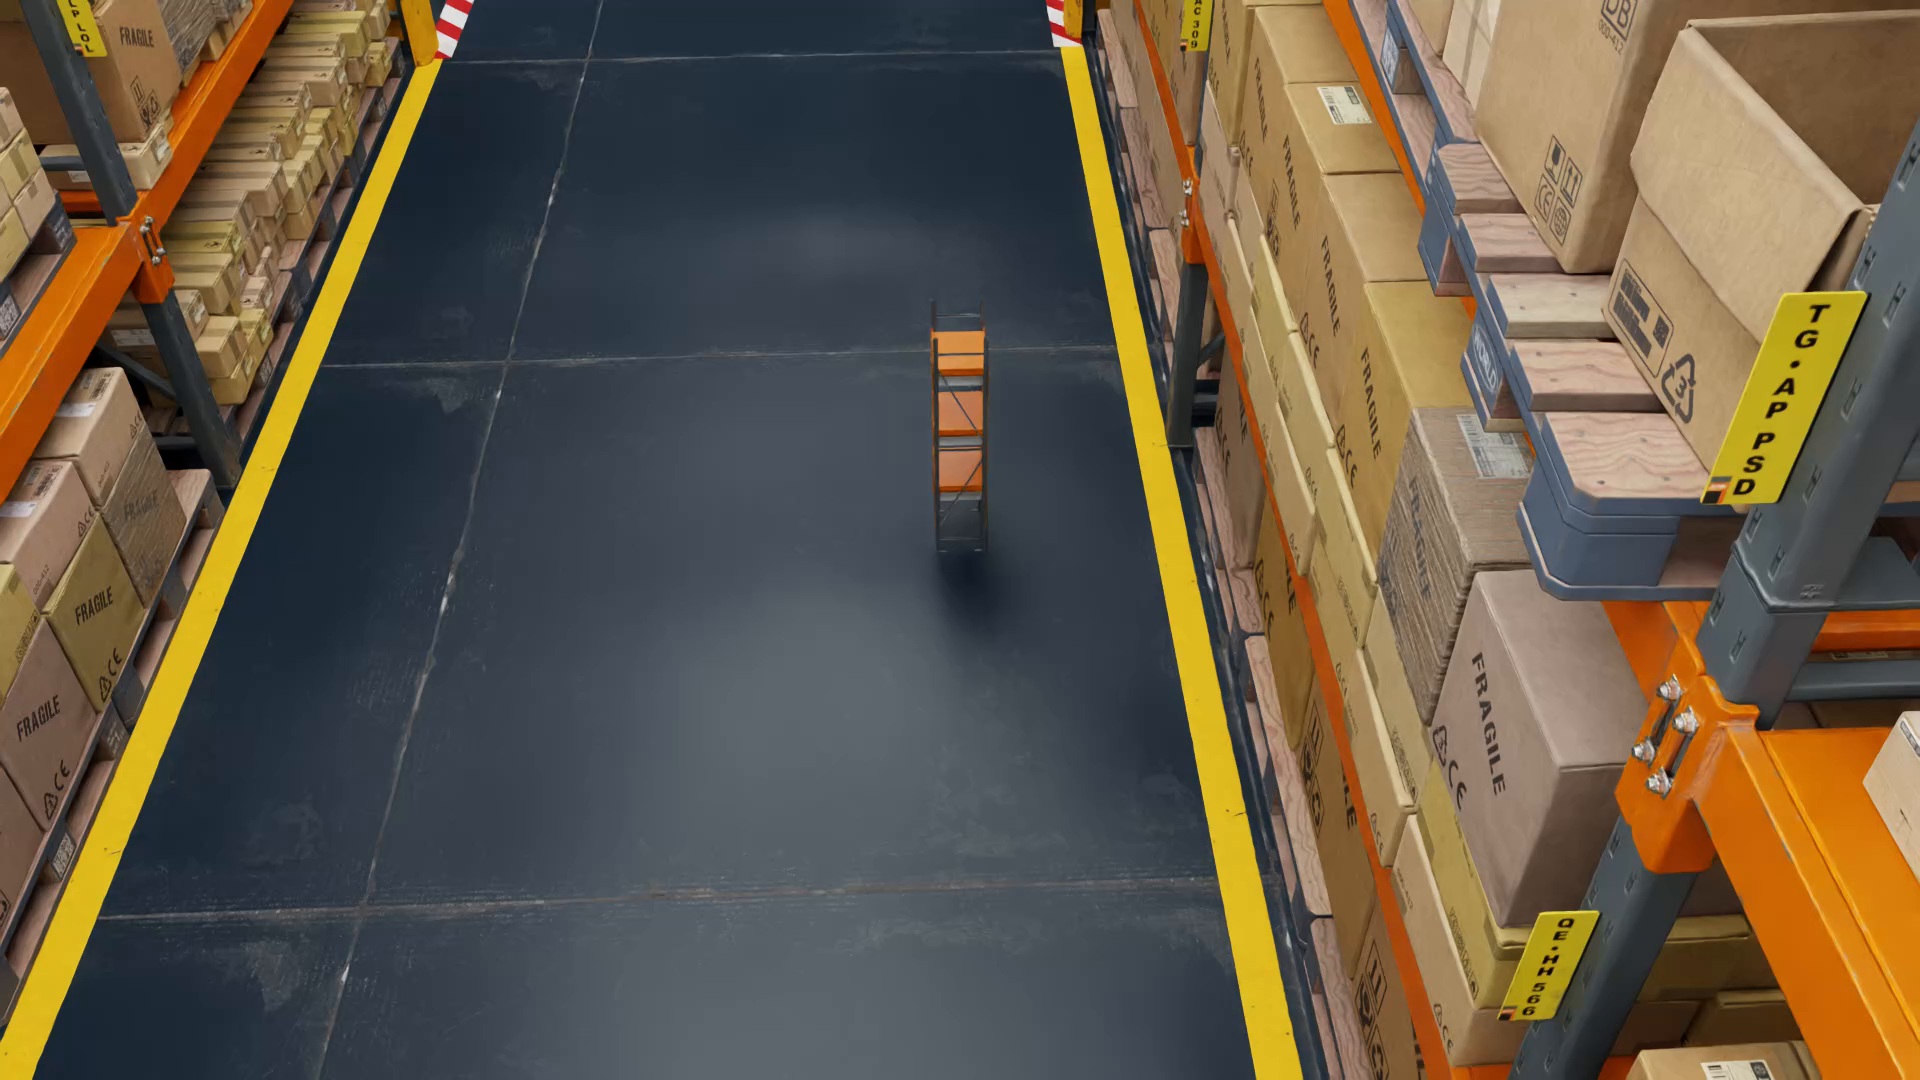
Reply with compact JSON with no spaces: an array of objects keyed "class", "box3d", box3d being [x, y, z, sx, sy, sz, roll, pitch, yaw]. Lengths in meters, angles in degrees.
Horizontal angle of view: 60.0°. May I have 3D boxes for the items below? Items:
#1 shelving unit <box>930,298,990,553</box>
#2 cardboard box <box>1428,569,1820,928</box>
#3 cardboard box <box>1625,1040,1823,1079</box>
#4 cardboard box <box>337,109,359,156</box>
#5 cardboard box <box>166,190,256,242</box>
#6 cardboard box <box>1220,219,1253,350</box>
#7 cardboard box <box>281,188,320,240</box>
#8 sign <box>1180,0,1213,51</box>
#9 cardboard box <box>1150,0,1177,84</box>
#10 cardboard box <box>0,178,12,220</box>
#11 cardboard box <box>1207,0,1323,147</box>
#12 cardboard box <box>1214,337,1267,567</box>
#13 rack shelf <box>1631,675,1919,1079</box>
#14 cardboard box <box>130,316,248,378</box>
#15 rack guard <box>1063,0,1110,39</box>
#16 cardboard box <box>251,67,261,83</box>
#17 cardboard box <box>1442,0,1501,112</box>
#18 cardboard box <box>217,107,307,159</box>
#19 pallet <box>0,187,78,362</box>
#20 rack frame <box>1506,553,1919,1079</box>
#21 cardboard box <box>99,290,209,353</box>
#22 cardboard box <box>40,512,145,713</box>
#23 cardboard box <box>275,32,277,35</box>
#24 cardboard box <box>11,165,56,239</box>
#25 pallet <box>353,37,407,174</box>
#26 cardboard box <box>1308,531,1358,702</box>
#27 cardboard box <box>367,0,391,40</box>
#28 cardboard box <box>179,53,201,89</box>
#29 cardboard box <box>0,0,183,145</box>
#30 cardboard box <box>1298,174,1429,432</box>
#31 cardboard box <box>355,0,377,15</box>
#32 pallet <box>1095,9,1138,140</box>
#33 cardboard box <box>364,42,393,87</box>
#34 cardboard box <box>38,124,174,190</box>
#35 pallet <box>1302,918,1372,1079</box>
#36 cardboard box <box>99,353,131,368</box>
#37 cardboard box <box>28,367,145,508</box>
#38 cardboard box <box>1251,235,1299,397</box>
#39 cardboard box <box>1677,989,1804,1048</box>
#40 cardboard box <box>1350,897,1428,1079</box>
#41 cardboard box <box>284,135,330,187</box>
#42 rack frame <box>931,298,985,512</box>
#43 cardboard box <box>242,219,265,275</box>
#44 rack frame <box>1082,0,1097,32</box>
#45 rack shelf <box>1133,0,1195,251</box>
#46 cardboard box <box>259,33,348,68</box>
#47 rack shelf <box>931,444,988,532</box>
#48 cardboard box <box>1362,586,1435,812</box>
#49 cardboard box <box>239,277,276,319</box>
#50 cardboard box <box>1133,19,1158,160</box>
[{"class":"shelving unit","box3d":[-0.002,-0.423,6.435,0.215,1.050,0.252,-2,43,-2]},{"class":"cardboard box","box3d":[1.283,0.399,3.280,0.500,0.500,0.500,-3,43,-3]},{"class":"cardboard box","box3d":[1.354,1.156,2.664,0.500,0.500,0.500,-3,43,-3]},{"class":"cardboard box","box3d":[-3.350,-2.110,8.631,0.380,0.149,0.250,-3,43,-4]},{"class":"cardboard box","box3d":[-3.399,-1.438,7.457,0.380,0.149,0.250,-3,43,-3]},{"class":"cardboard box","box3d":[1.175,-0.845,5.563,0.500,0.250,0.500,-3,43,-3]},{"class":"cardboard box","box3d":[-3.335,-1.577,8.050,0.380,0.149,0.250,-3,43,-3]},{"class":"sign","box3d":[0.842,-1.885,5.888,0.100,0.325,0.005,-2,43,-2]},{"class":"cardboard box","box3d":[1.094,-2.244,6.904,0.500,0.500,0.500,-3,43,-3]},{"class":"cardboard box","box3d":[-3.318,-1.075,5.358,0.380,0.149,0.250,-1,43,-2]},{"class":"cardboard box","box3d":[1.128,-1.654,5.521,0.500,0.500,0.500,-1,43,-1]},{"class":"cardboard box","box3d":[1.503,-0.509,6.347,0.875,0.875,0.875,0,43,0]},{"class":"rack shelf","box3d":[1.651,1.656,1.036,1.077,0.370,4.000,-2,43,-2]},{"class":"cardboard box","box3d":[-3.241,-0.811,6.994,0.380,0.149,0.250,0,43,0]},{"class":"rack guard","box3d":[1.225,-3.349,10.034,1.175,0.500,0.348,-2,43,-2]},{"class":"cardboard box","box3d":[-3.475,-2.374,8.699,0.380,0.149,0.250,-2,43,-2]},{"class":"cardboard box","box3d":[1.158,-0.984,3.173,0.396,0.266,0.258,-3,43,-3]},{"class":"cardboard box","box3d":[-3.393,-1.961,8.028,0.380,0.149,0.250,-1,43,-2]},{"class":"pallet","box3d":[-3.658,-0.753,5.493,1.003,0.211,1.213,-2,43,-2]},{"class":"rack frame","box3d":[1.566,1.146,3.279,1.000,3.000,0.127,-2,43,-2]},{"class":"cardboard box","box3d":[-3.353,-0.905,6.877,0.380,0.149,0.250,0,43,0]},{"class":"cardboard box","box3d":[-3.240,0.262,5.784,0.500,0.500,0.500,-3,43,-3]},{"class":"cardboard box","box3d":[-3.949,-2.896,9.269,0.380,0.149,0.250,0,43,0]},{"class":"cardboard box","box3d":[-3.330,-1.143,5.653,0.380,0.149,0.250,-3,43,-3]},{"class":"pallet","box3d":[-3.712,-2.415,9.229,1.003,0.211,1.213,-2,43,-2]},{"class":"cardboard box","box3d":[1.243,0.183,4.441,0.500,0.250,0.500,-2,43,-2]},{"class":"cardboard box","box3d":[-3.407,-2.909,9.283,0.380,0.149,0.250,-3,43,-3]},{"class":"cardboard box","box3d":[-3.385,-1.986,6.883,0.380,0.149,0.250,-3,43,-4]},{"class":"cardboard box","box3d":[-3.314,-1.832,6.234,0.500,0.500,0.500,-2,43,-3]},{"class":"cardboard box","box3d":[1.224,-0.624,4.397,0.500,0.500,0.500,-2,43,-2]},{"class":"cardboard box","box3d":[-3.439,-3.017,9.180,0.380,0.149,0.250,-1,43,-1]},{"class":"pallet","box3d":[1.339,-2.689,9.527,1.003,0.211,1.213,-2,43,-2]},{"class":"cardboard box","box3d":[-3.372,-2.628,9.196,0.380,0.149,0.250,0,43,0]},{"class":"cardboard box","box3d":[-3.230,-1.452,6.300,0.380,0.149,0.250,0,43,0]},{"class":"pallet","box3d":[1.608,1.640,4.805,1.003,0.211,1.213,-2,43,-2]},{"class":"cardboard box","box3d":[-3.829,-0.880,7.289,0.380,0.149,0.250,-1,43,-1]},{"class":"cardboard box","box3d":[-3.261,-0.358,5.905,0.500,0.250,0.500,-3,43,-3]},{"class":"cardboard box","box3d":[1.178,-0.685,5.019,0.500,0.250,0.500,-1,43,-1]},{"class":"cardboard box","box3d":[1.797,0.864,3.698,0.500,0.250,0.500,-2,43,-3]},{"class":"cardboard box","box3d":[1.620,1.306,4.367,0.875,0.875,0.875,-2,43,-2]},{"class":"cardboard box","box3d":[-3.317,-1.851,8.128,0.380,0.149,0.250,-1,43,-1]},{"class":"rack frame","box3d":[-0.007,-0.506,6.525,0.200,1.050,0.008,-2,43,-2]},{"class":"cardboard box","box3d":[-3.396,-1.325,7.555,0.380,0.149,0.250,-4,43,-4]},{"class":"rack frame","box3d":[1.226,-4.254,9.171,1.000,3.000,0.127,-2,43,-2]},{"class":"rack shelf","box3d":[1.311,-2.639,7.941,1.077,0.370,4.000,-2,43,-2]},{"class":"cardboard box","box3d":[-3.400,-2.498,8.614,0.380,0.149,0.250,-3,43,-4]},{"class":"rack shelf","box3d":[-0.002,-0.210,6.630,0.215,0.259,0.240,-2,43,-2]},{"class":"cardboard box","box3d":[1.266,0.352,3.887,0.500,0.250,0.500,-3,43,-3]},{"class":"cardboard box","box3d":[-3.313,-1.049,7.473,0.380,0.149,0.250,-2,43,-2]},{"class":"cardboard box","box3d":[1.402,-2.404,8.738,0.875,0.438,0.875,-1,43,-1]}]
